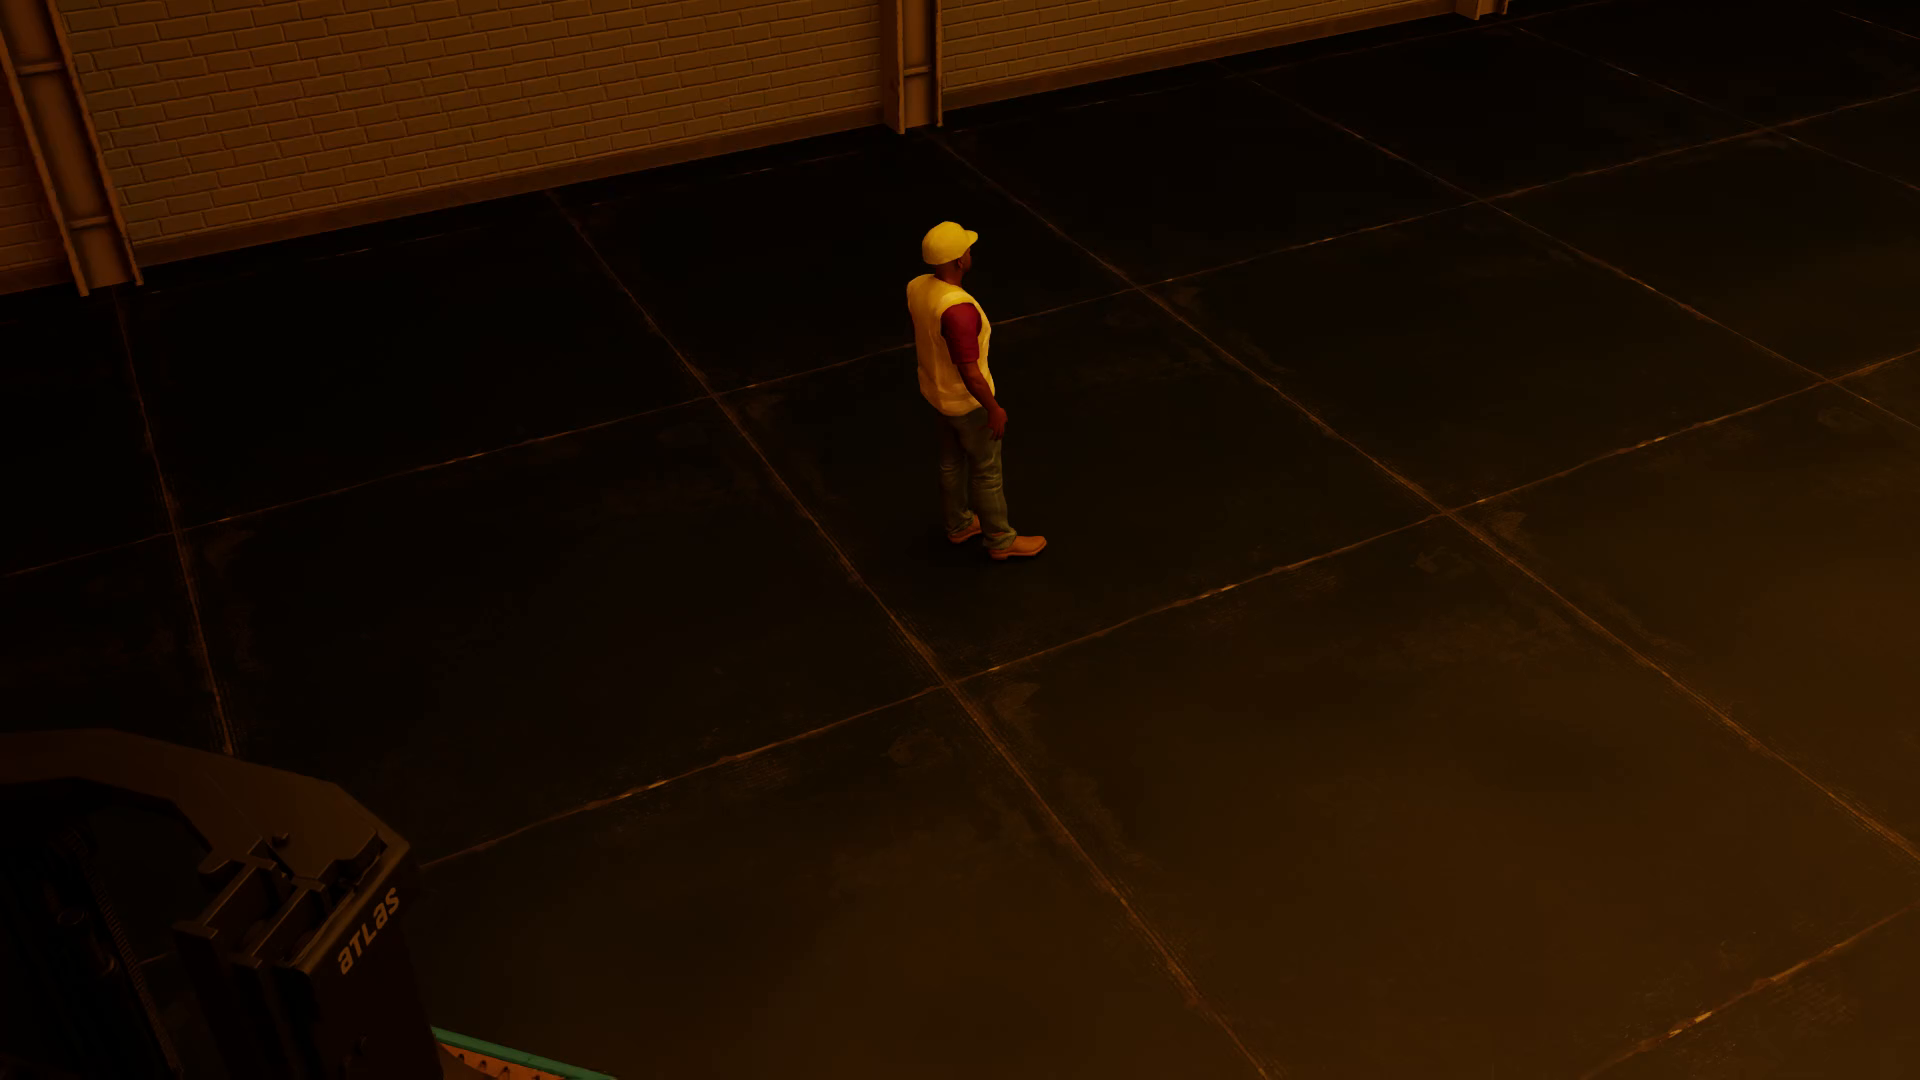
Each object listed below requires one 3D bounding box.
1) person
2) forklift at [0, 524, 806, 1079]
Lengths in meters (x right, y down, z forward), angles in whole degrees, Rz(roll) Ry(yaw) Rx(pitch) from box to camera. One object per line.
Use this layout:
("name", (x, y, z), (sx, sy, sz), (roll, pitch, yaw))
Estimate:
("person", (0.064, -0.743, 8.172), (0.575, 1.768, 0.665), (-17, 39, -23))
("forklift", (-1.445, 1.558, 3.919), (1.130, 2.935, 3.031), (10, 37, 14))
